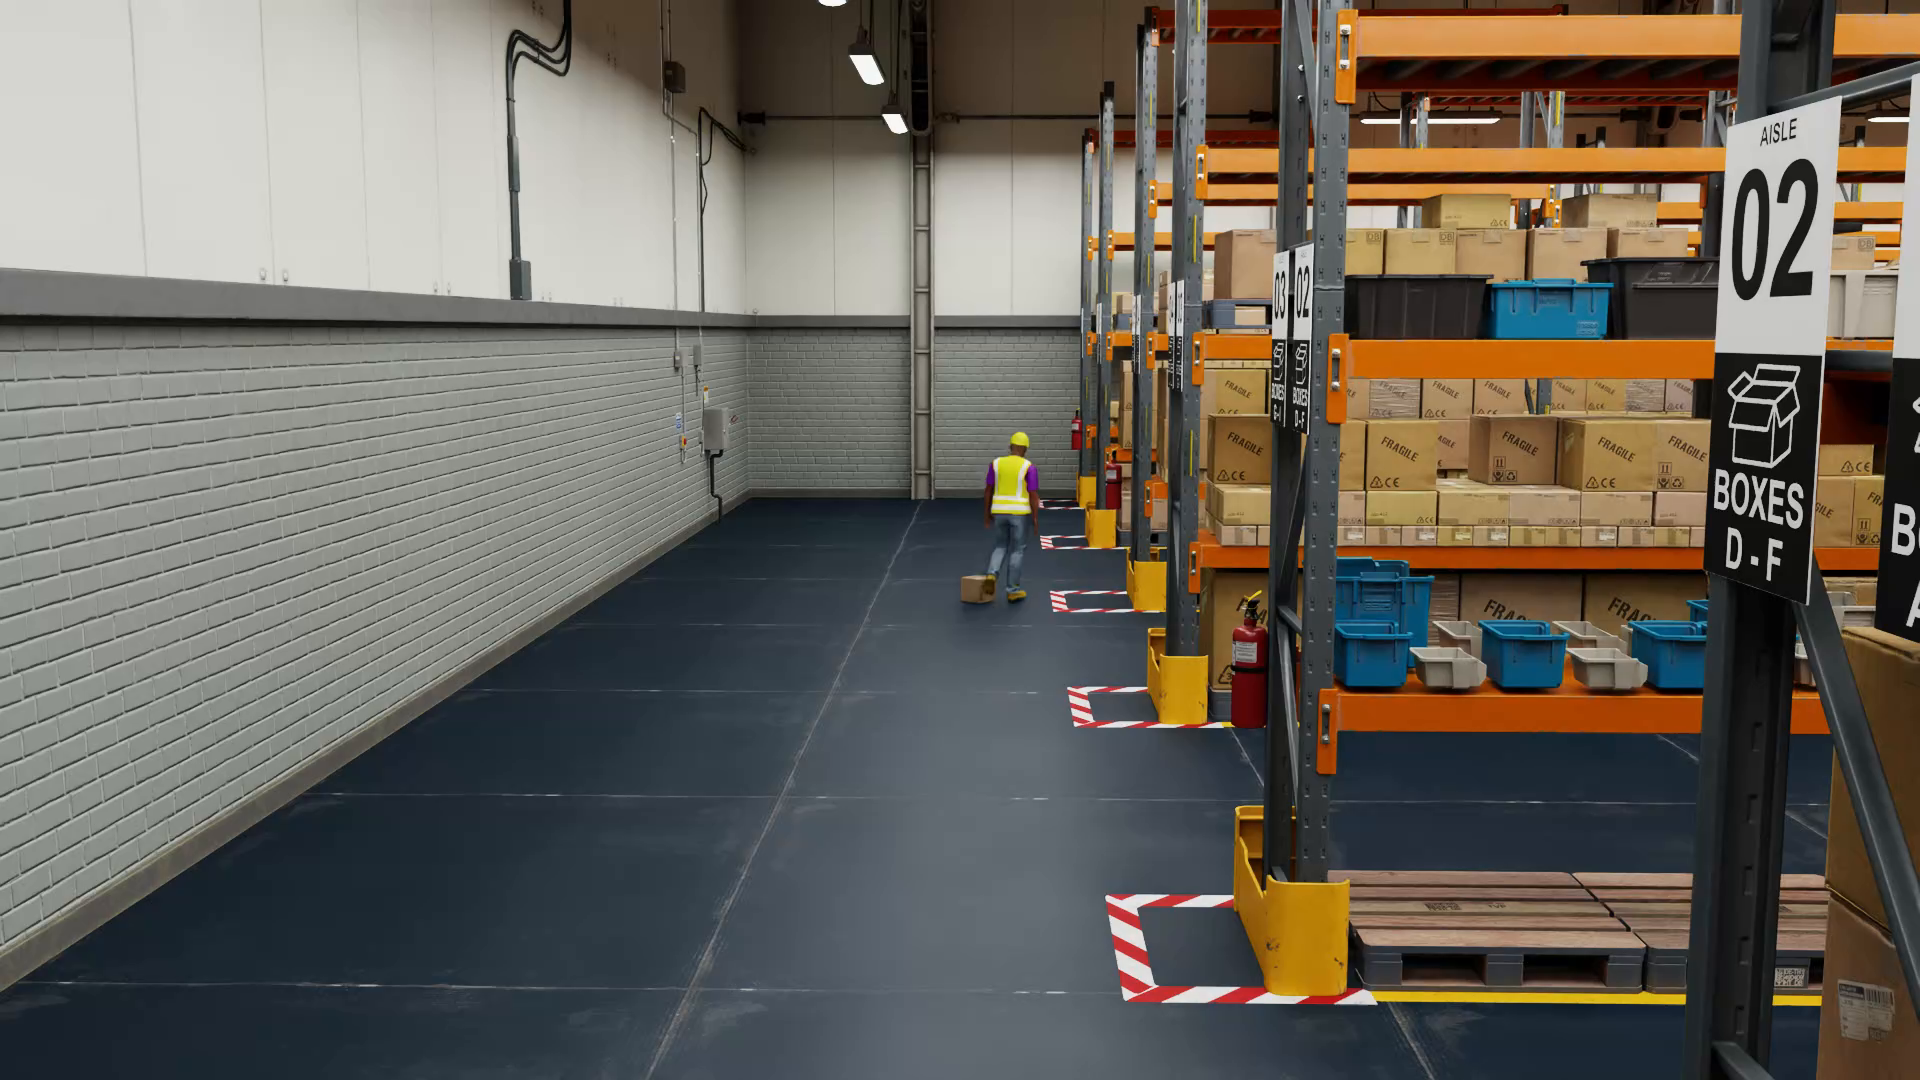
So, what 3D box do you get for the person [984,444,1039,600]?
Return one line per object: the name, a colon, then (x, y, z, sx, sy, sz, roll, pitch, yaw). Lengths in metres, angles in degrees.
person: (0.514, -0.232, 17.493, 0.595, 1.715, 0.555, 4, 8, 29)
